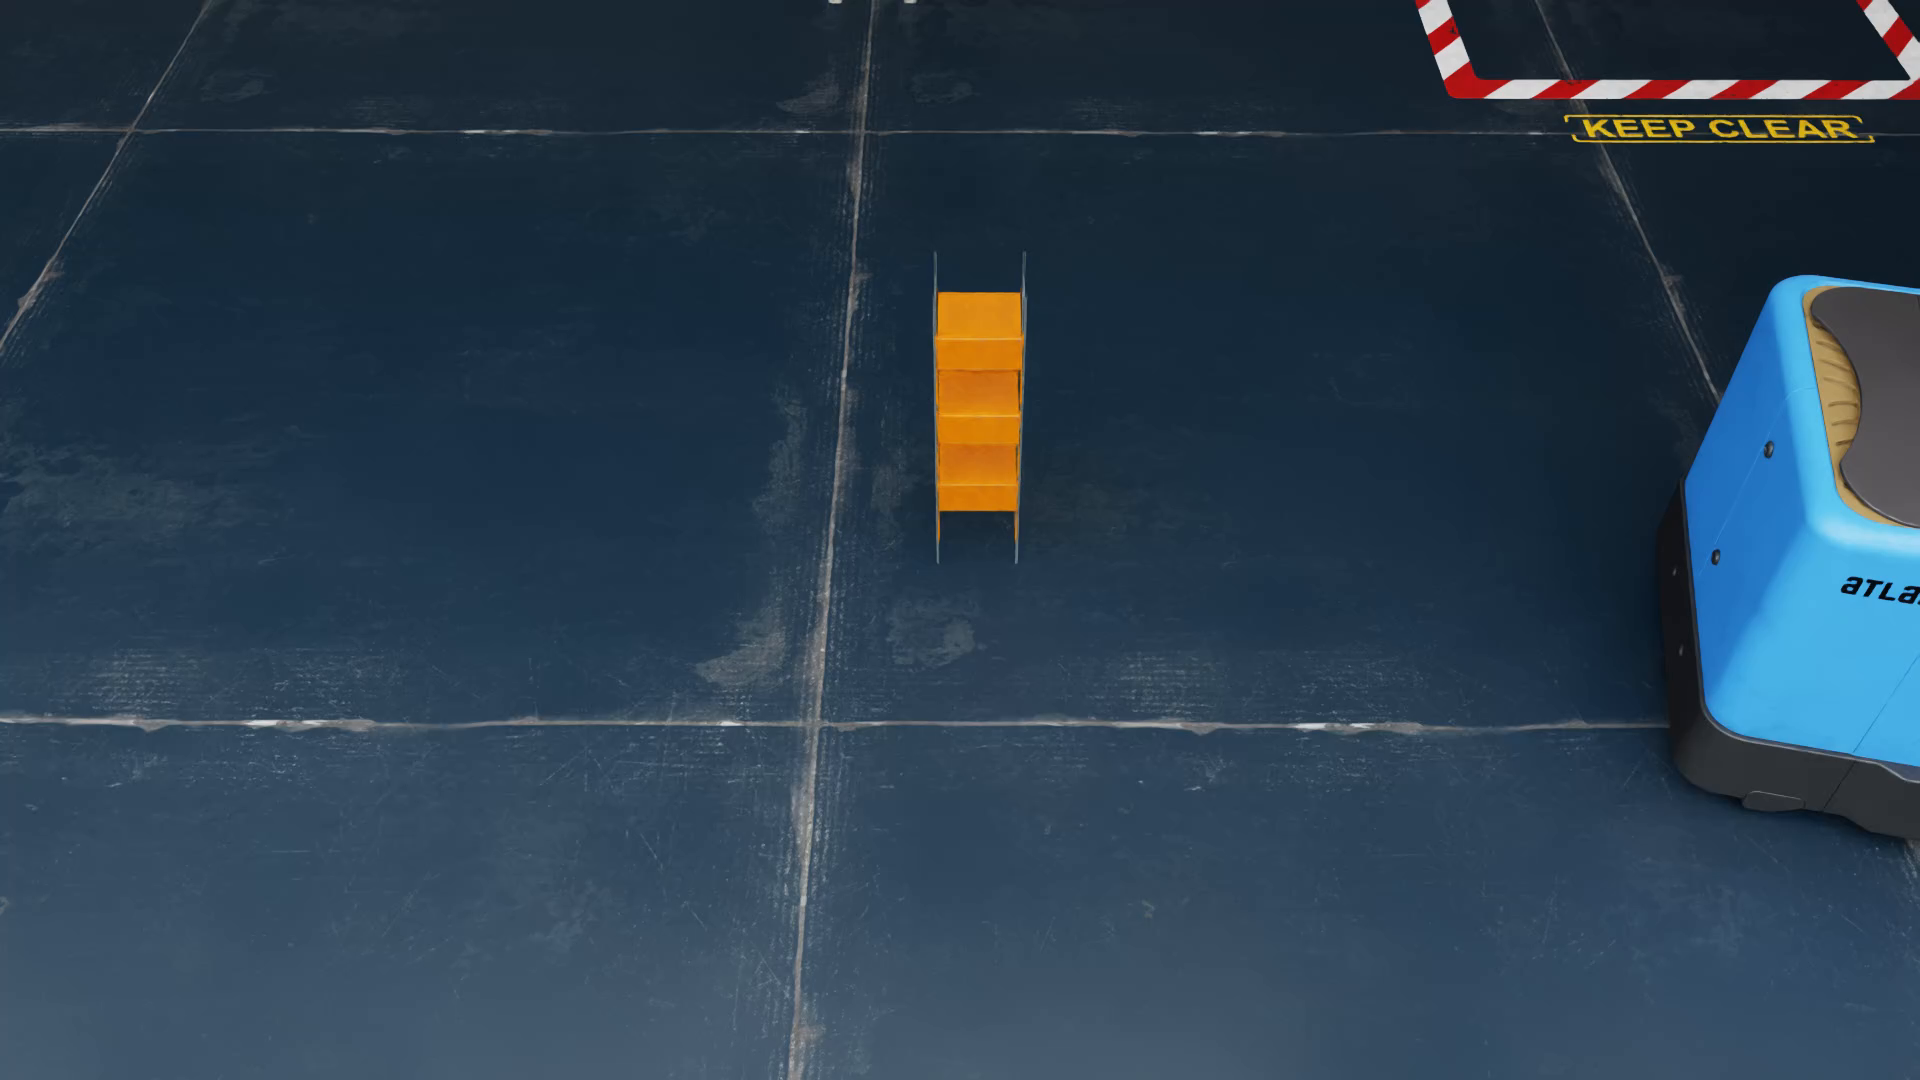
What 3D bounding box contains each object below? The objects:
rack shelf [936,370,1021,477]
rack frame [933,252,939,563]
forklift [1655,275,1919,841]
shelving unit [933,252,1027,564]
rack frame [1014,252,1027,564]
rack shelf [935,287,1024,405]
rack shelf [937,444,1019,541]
[{"bbox_3d":[0.054,-0.350,4.873,0.240,0.259,0.215,0,47,0],"label":"rack shelf"},{"bbox_3d":[-0.068,-0.358,4.866,0.008,1.050,0.200,0,47,0],"label":"rack frame"},{"bbox_3d":[3.540,-0.407,3.627,3.031,2.935,1.130,9,48,9],"label":"forklift"},{"bbox_3d":[0.054,-0.358,4.866,0.252,1.050,0.215,0,47,0],"label":"shelving unit"},{"bbox_3d":[0.176,-0.357,4.865,0.008,1.050,0.200,0,47,0],"label":"rack frame"},{"bbox_3d":[0.054,-0.544,4.666,0.240,0.259,0.215,0,47,0],"label":"rack shelf"},{"bbox_3d":[0.054,-0.161,5.077,0.240,0.259,0.215,0,47,0],"label":"rack shelf"}]
